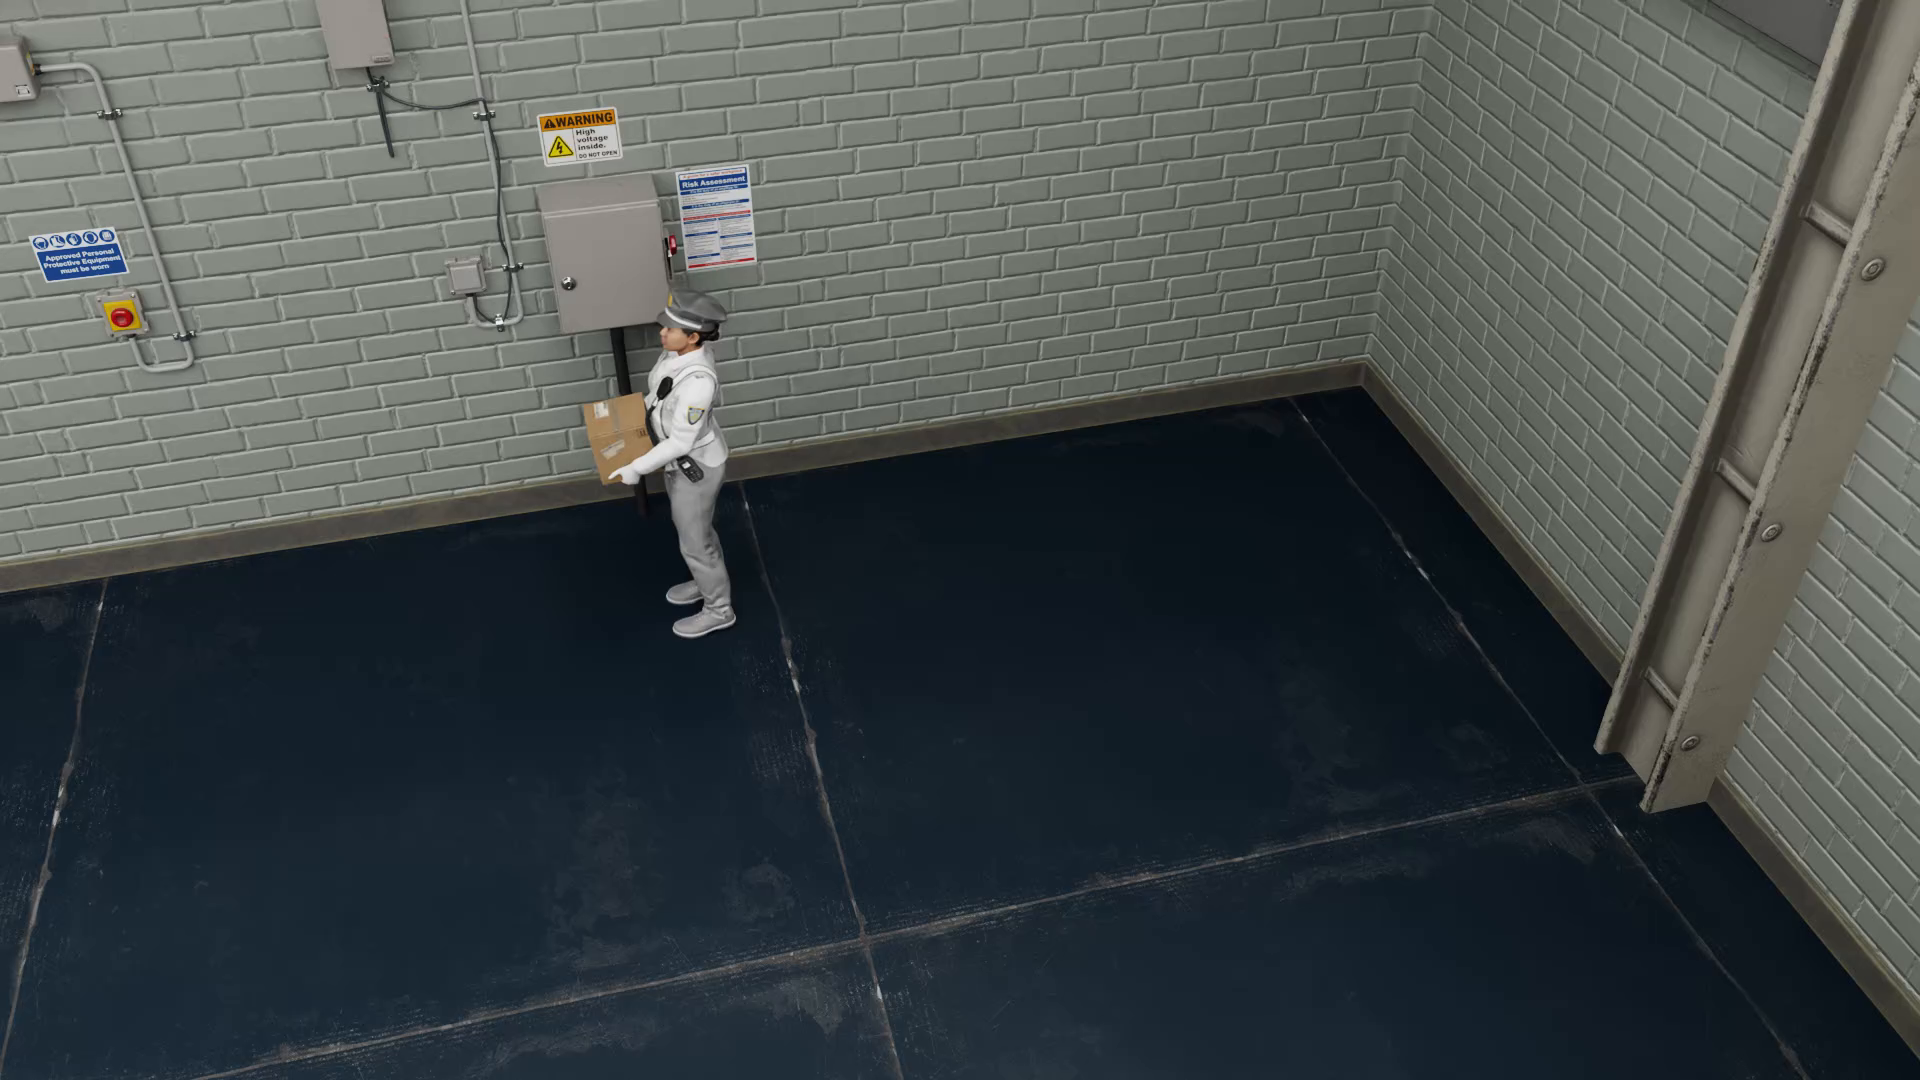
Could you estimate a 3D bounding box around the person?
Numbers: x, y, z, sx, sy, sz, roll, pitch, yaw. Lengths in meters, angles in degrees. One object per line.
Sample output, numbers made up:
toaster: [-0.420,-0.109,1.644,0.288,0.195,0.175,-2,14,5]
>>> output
person: [-1.247,-0.211,7.182,0.505,1.408,0.460,-9,39,-12]
